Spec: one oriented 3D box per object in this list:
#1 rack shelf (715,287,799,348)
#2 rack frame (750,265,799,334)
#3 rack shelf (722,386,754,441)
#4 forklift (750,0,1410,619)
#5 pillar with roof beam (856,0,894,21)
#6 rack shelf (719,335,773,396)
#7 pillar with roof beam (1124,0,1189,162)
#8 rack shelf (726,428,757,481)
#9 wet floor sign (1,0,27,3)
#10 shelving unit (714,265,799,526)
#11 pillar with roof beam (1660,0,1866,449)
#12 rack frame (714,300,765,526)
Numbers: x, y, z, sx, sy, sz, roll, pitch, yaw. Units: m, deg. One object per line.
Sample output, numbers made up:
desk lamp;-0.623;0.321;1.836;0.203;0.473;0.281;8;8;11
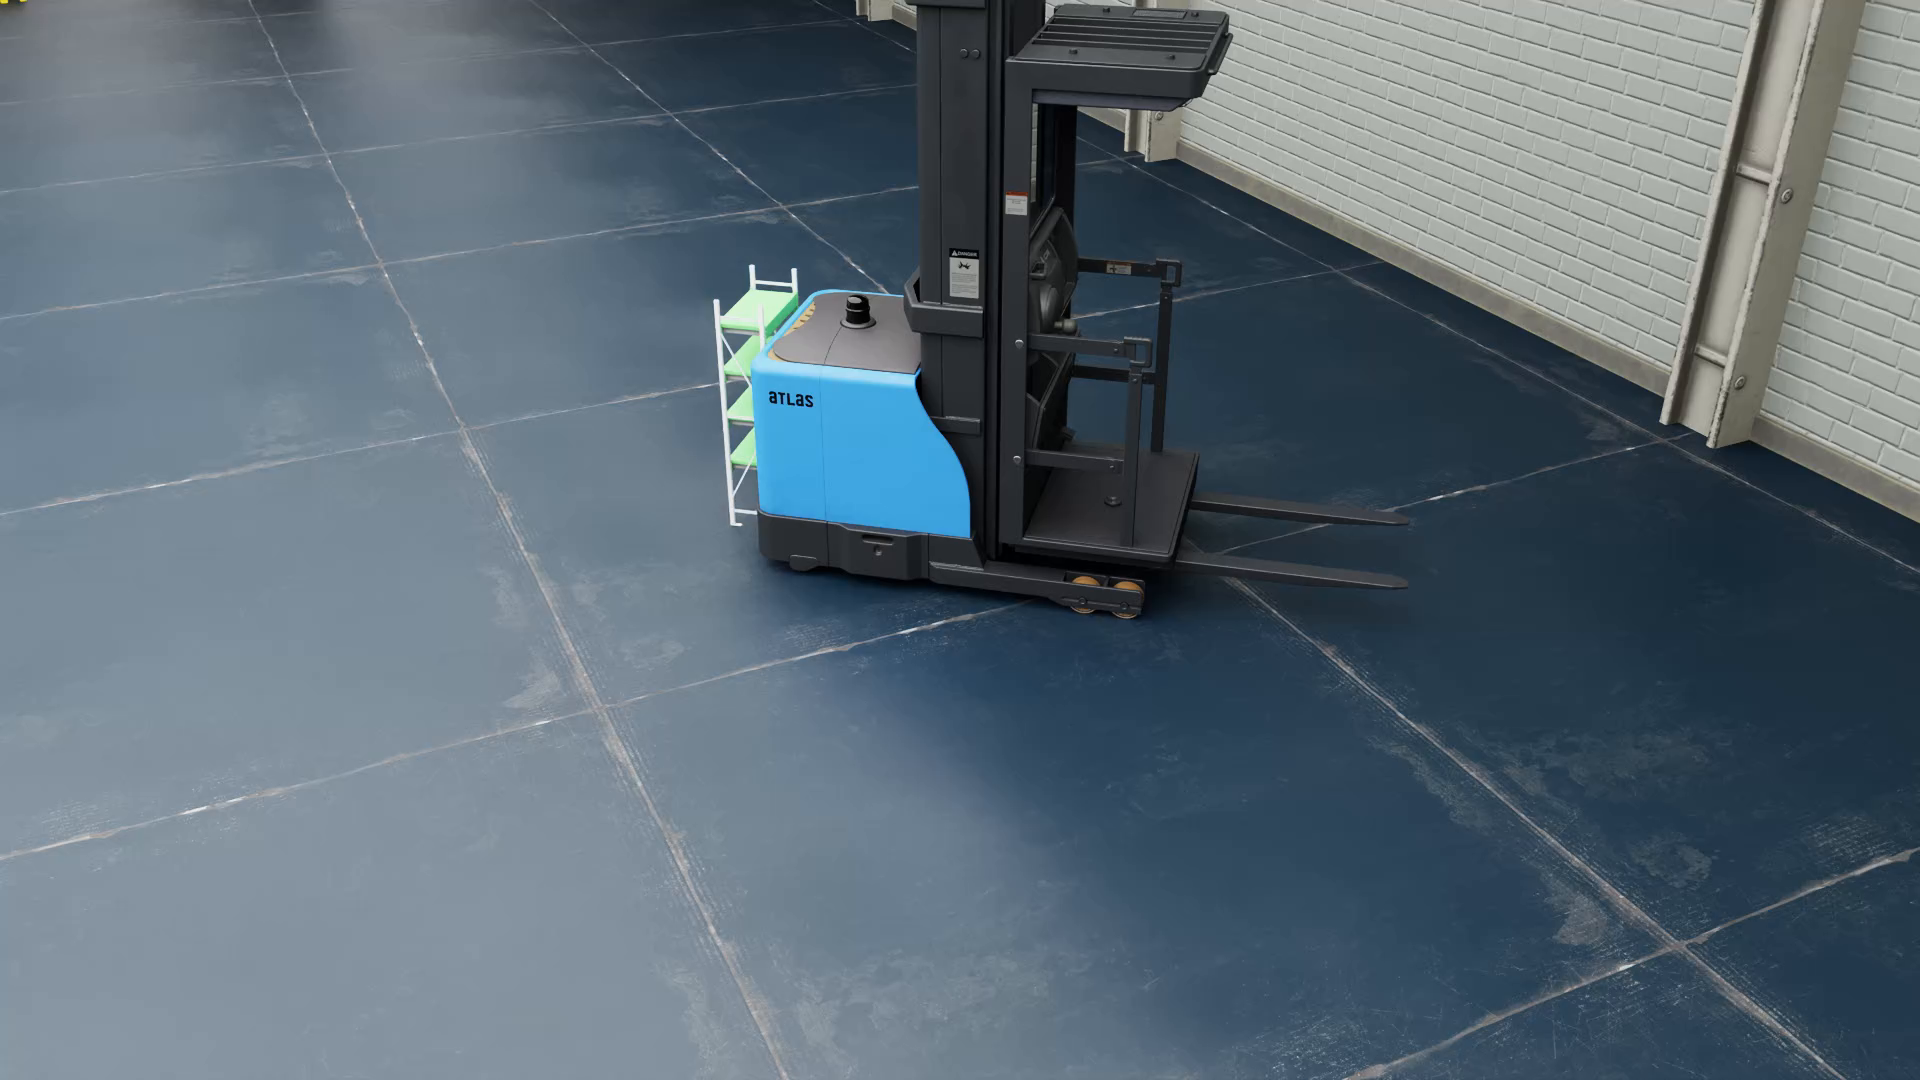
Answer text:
rack shelf;-0.979;-1.066;8.074;0.258;0.148;0.480;7;30;12
rack frame;-0.921;-0.819;8.484;0.240;1.200;0.015;7;30;12
rack shelf;-0.979;-0.648;8.309;0.258;0.148;0.480;7;30;12
forklift;0.607;-1.206;7.404;3.031;2.935;1.130;7;30;12
pillar with roof beam;-4.843;-8.943;14.997;9.100;9.000;0.400;-13;32;-22
rack shelf;-0.979;-0.857;8.191;0.258;0.148;0.480;7;30;12
pillar with roof beam;-2.267;-6.292;10.271;9.100;9.000;0.400;-13;32;-22
rack shelf;-0.979;-0.438;8.426;0.258;0.148;0.480;7;30;12
wet floor sign;-11.154;-6.632;19.417;0.267;0.644;0.232;-19;35;-30
shelving unit;-0.979;-0.703;8.278;0.258;1.200;0.503;7;30;12
pillar with roof beam;0.309;-3.642;5.544;9.100;9.000;0.400;-13;32;-22
rack frame;-1.036;-0.587;8.071;0.240;1.200;0.015;7;30;12
